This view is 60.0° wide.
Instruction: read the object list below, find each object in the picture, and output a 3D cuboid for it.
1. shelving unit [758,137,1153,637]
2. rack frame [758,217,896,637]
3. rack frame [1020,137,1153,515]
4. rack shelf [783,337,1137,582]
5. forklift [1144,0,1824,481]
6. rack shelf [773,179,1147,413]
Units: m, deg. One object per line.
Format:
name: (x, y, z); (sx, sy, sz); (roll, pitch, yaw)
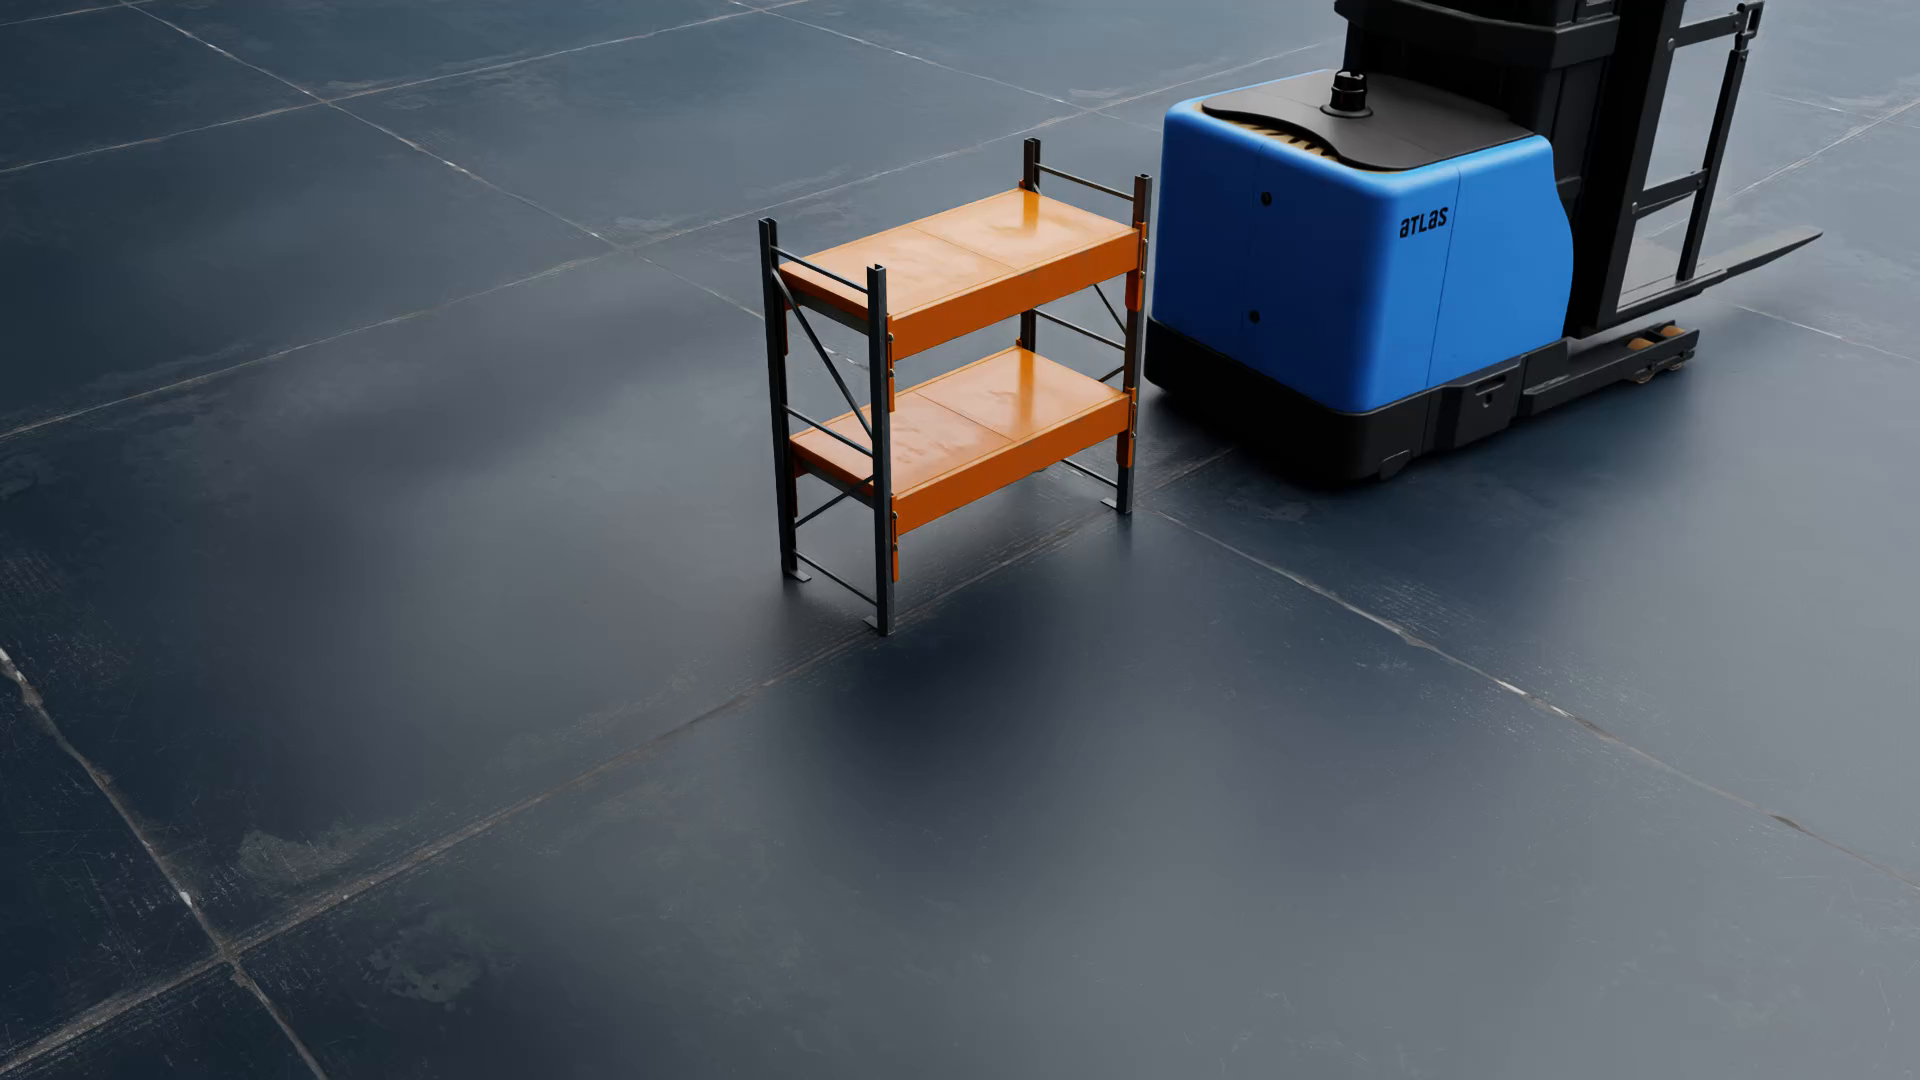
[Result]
shelving unit: (0.005, -0.482, 4.960); (1.048, 1.125, 0.538); (-26, 40, -35)
rack frame: (-0.368, -0.302, 4.666); (0.032, 1.125, 0.500); (-26, 40, -35)
rack frame: (0.378, -0.663, 5.255); (0.032, 1.125, 0.500); (-26, 40, -35)
rack shelf: (0.005, -0.274, 5.088); (1.000, 0.278, 0.538); (-26, 40, -35)
forklift: (2.173, -2.039, 5.775); (3.031, 2.935, 1.130); (-20, 37, -29)
rack shelf: (0.005, -0.732, 4.808); (1.000, 0.278, 0.538); (-26, 40, -35)
